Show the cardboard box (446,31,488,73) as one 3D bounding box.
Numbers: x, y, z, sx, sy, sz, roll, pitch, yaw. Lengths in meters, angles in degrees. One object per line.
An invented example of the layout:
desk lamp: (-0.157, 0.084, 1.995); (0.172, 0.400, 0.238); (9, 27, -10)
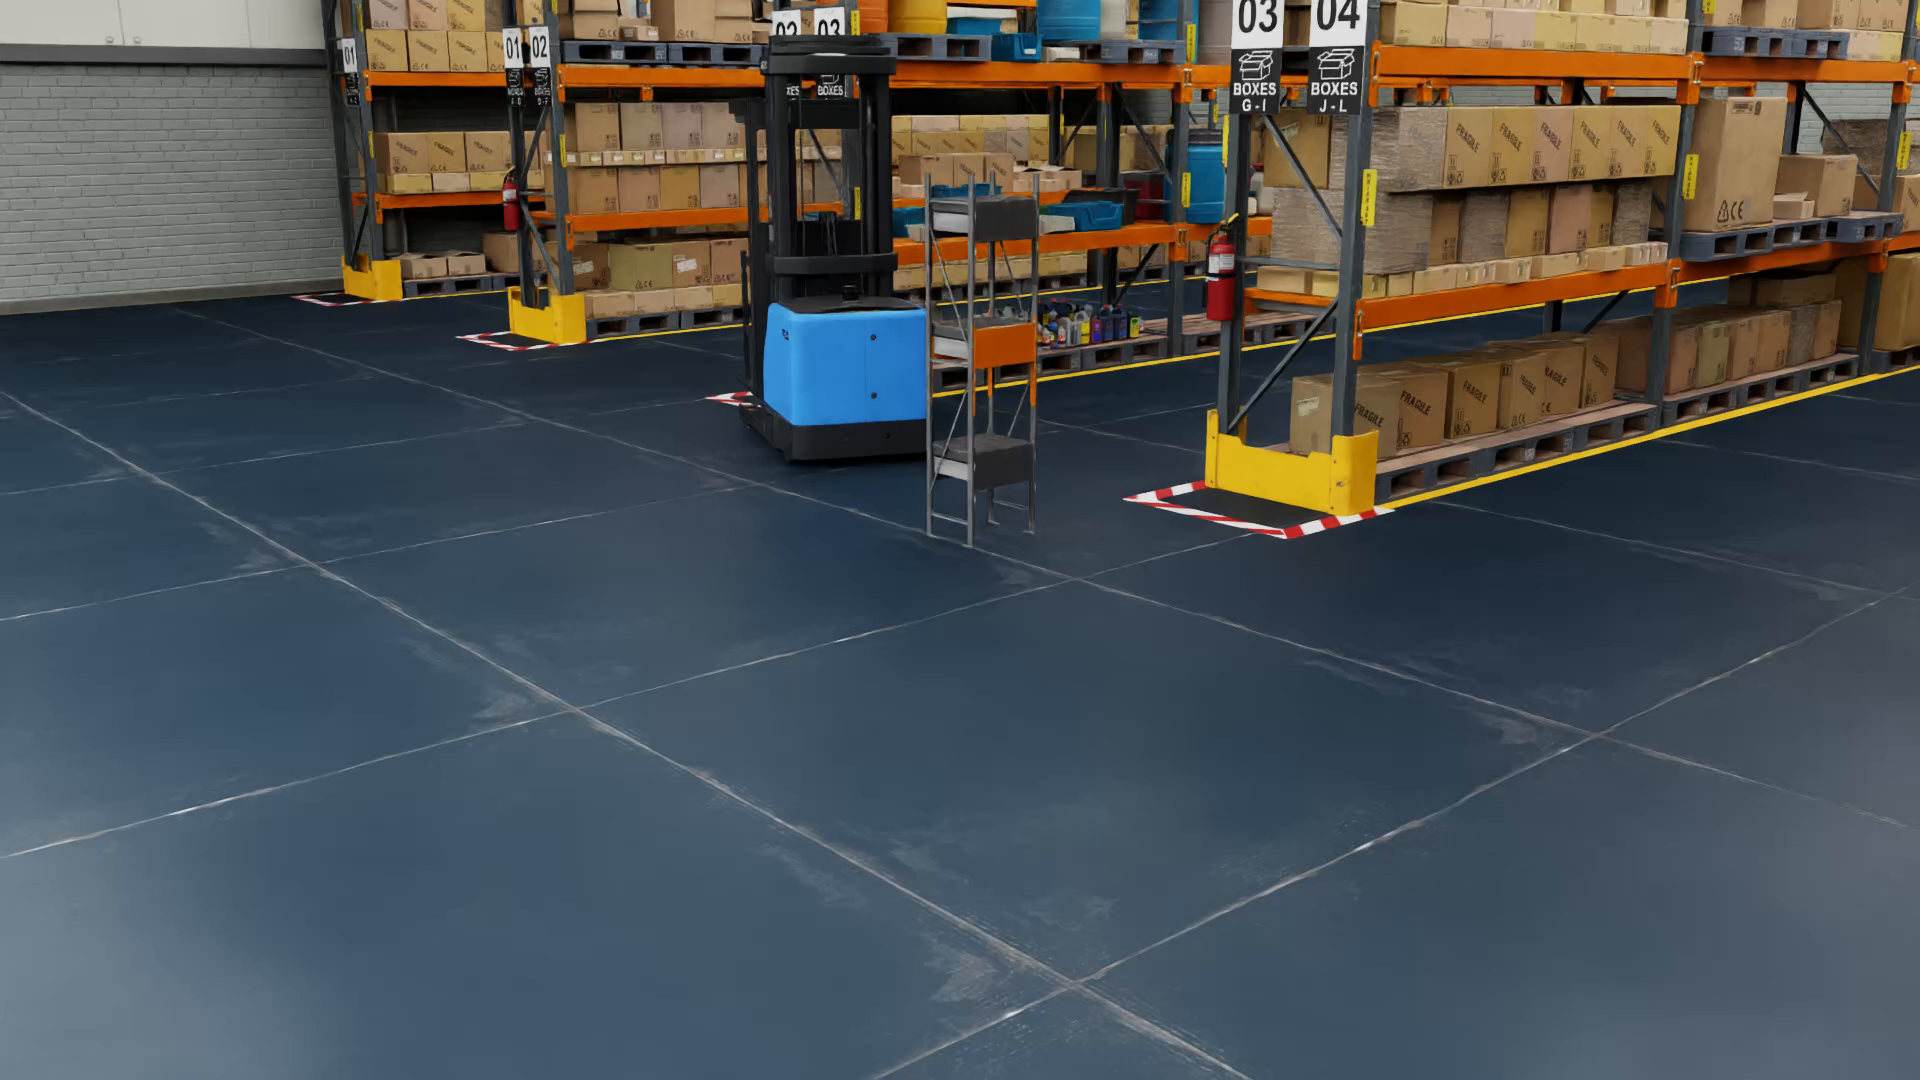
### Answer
cardboard box: (-6.455, -6.300, 21.478); (0.500, 0.500, 0.500); (-12, 19, -37)

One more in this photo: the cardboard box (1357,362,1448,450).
cardboard box: (2.976, -0.925, 11.430); (0.500, 0.500, 0.500); (-7, 17, -25)

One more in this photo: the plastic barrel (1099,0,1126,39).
plastic barrel: (1.378, -5.032, 15.935); (0.421, 0.512, 0.421); (0, 15, 0)

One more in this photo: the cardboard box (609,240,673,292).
cardboard box: (-3.508, -3.018, 18.297); (0.500, 0.500, 0.500); (-13, 19, -39)

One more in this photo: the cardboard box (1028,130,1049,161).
cardboard box: (1.181, -6.719, 28.284); (0.500, 0.500, 0.500); (-13, 20, -40)

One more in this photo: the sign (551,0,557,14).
sign: (-4.074, -5.449, 16.678); (0.005, 0.325, 0.100); (-13, 19, -39)

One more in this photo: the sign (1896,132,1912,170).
sign: (8.464, -3.492, 14.919); (0.005, 0.325, 0.100); (-13, 19, -39)

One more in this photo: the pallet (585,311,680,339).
pallet: (-3.885, -2.439, 18.472); (1.213, 0.211, 1.003); (-13, 19, -39)

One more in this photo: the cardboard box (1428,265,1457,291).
cardboard box: (3.012, -1.724, 10.879); (0.250, 0.149, 0.380); (-13, 19, -39)

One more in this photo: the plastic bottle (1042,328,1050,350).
plastic bottle: (0.796, -1.882, 15.554); (0.097, 0.201, 0.097); (0, 15, 0)

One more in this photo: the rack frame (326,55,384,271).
rack frame: (-7.689, -4.612, 21.204); (0.127, 3.000, 1.000); (-13, 19, -39)

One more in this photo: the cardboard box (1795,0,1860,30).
cardboard box: (7.142, -4.514, 13.862); (0.500, 0.500, 0.500); (-12, 19, -38)

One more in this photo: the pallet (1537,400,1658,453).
pallet: (4.600, -0.929, 12.819); (1.213, 0.211, 1.003); (-13, 19, -39)

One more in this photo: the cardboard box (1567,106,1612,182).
cardboard box: (4.170, -2.773, 11.610); (0.500, 0.500, 0.500); (-13, 19, -39)

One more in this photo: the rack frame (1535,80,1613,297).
rack frame: (7.867, -4.716, 21.594); (0.127, 3.000, 1.000); (-13, 19, -39)

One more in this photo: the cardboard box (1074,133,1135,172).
cardboard box: (2.002, -5.383, 23.084); (0.700, 0.500, 0.500); (8, 17, 28)

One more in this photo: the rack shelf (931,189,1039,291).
rack shelf: (0.125, -1.706, 9.407); (0.480, 0.518, 0.431); (-13, 19, -39)

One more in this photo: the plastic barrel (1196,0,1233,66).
plastic barrel: (2.567, -5.292, 16.964); (0.600, 0.901, 0.600); (0, 15, 0)

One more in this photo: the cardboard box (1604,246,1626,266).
cardboard box: (4.691, -2.111, 12.326); (0.250, 0.149, 0.380); (-13, 19, -39)

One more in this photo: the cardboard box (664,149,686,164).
cardboard box: (-3.219, -4.210, 18.247); (0.250, 0.149, 0.380); (-14, 20, -41)

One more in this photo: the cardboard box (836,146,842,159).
cardboard box: (-1.481, -4.600, 19.708); (0.250, 0.149, 0.380); (-13, 20, -39)

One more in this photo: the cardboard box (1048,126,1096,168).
cardboard box: (1.784, -6.879, 29.108); (0.700, 0.700, 0.980); (-12, 19, -39)

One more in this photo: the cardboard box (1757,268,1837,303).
cardboard box: (7.615, -2.322, 15.170); (0.500, 0.250, 0.500); (-12, 19, -37)

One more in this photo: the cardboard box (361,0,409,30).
cardboard box: (-7.239, -6.620, 20.740); (0.500, 0.500, 0.500); (14, 21, 43)

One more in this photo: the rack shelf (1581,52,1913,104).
rack shelf: (6.592, -3.837, 13.885); (4.000, 0.370, 1.077); (-13, 19, -39)

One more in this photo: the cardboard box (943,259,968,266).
cardboard box: (-0.171, -3.665, 21.085); (0.500, 0.311, 0.500); (-14, 20, -41)

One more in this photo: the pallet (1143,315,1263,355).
pallet: (2.399, -2.154, 17.407); (1.213, 0.211, 1.003); (-13, 19, -39)

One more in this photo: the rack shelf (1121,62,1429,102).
rack shelf: (3.341, -4.802, 17.495); (4.000, 0.370, 1.077); (-13, 19, -39)

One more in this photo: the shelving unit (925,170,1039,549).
shelving unit: (0.125, -1.042, 9.584); (0.503, 2.100, 0.431); (-13, 19, -39)

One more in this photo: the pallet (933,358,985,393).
pallet: (-0.543, -1.495, 14.937); (1.213, 0.211, 1.003); (-13, 19, -39)

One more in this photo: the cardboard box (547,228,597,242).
cardboard box: (-5.428, -4.111, 23.319); (0.500, 0.500, 0.500); (14, 21, 43)

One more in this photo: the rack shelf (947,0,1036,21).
rack shelf: (-0.145, -8.664, 26.916); (4.000, 0.370, 1.077); (-13, 19, -39)

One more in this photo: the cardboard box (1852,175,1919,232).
cardboard box: (8.646, -3.152, 15.544); (0.500, 0.500, 0.500); (-12, 19, -38)

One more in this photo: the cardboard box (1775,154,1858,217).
cardboard box: (7.364, -3.112, 14.582); (0.500, 0.500, 0.700); (-9, 18, -31)

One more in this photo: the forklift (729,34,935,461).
forklift: (-1.118, -2.307, 12.709); (1.130, 2.935, 3.031); (-5, 16, -17)

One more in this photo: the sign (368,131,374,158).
sign: (-7.332, -4.925, 20.697); (0.005, 0.325, 0.100); (-13, 19, -39)

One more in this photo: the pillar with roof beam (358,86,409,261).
pillar with roof beam: (-4.902, -6.959, 18.367); (0.400, 9.000, 9.100); (-13, 19, -39)

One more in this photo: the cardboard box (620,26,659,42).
cardboard box: (-3.431, -5.412, 17.787); (0.250, 0.149, 0.380); (-13, 19, -39)

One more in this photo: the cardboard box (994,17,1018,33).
cardboard box: (0.614, -8.594, 27.799); (0.500, 0.250, 0.500); (-11, 18, -35)

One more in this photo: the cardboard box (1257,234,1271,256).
cardboard box: (4.434, -4.547, 24.951); (0.500, 0.500, 0.500); (-13, 20, -40)

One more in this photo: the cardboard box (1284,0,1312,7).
cardboard box: (2.071, -3.396, 10.358); (0.250, 0.149, 0.380); (-13, 19, -39)

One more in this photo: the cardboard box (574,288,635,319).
cardboard box: (-3.884, -2.570, 18.075); (0.500, 0.250, 0.500); (-13, 19, -39)

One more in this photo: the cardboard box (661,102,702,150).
cardboard box: (-3.261, -4.585, 18.394); (0.500, 0.500, 0.700); (-13, 19, -39)

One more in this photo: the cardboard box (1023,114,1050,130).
cardboard box: (1.179, -7.080, 28.181); (0.500, 0.250, 0.500); (-12, 19, -38)

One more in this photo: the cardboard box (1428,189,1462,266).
cardboard box: (2.797, -2.107, 11.056); (0.500, 0.500, 0.875); (-13, 19, -39)

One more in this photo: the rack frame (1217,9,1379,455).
rack frame: (2.066, -1.719, 10.374); (0.127, 3.000, 1.000); (-13, 19, -39)

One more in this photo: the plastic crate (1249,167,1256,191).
plastic crate: (3.430, -3.855, 18.247); (0.583, 0.464, 0.402); (-13, 19, -39)

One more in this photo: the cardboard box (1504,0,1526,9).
cardboard box: (3.429, -3.504, 10.761); (0.250, 0.149, 0.380); (-14, 20, -42)

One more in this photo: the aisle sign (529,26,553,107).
aisle sign: (-4.283, -4.834, 16.996); (0.004, 0.787, 0.394); (-13, 19, -39)

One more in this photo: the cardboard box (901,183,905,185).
cardboard box: (-0.874, -4.446, 20.842); (0.258, 0.266, 0.396); (-13, 20, -41)

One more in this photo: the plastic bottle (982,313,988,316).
plastic bottle: (0.225, -2.037, 15.991); (0.135, 0.276, 0.152); (-13, 20, -41)

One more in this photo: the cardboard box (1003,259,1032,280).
cardboard box: (0.596, -3.569, 21.813); (0.500, 0.250, 0.500); (-12, 19, -38)

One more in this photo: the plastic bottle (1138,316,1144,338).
plastic bottle: (1.763, -2.100, 16.368); (0.097, 0.201, 0.097); (0, 15, 0)
